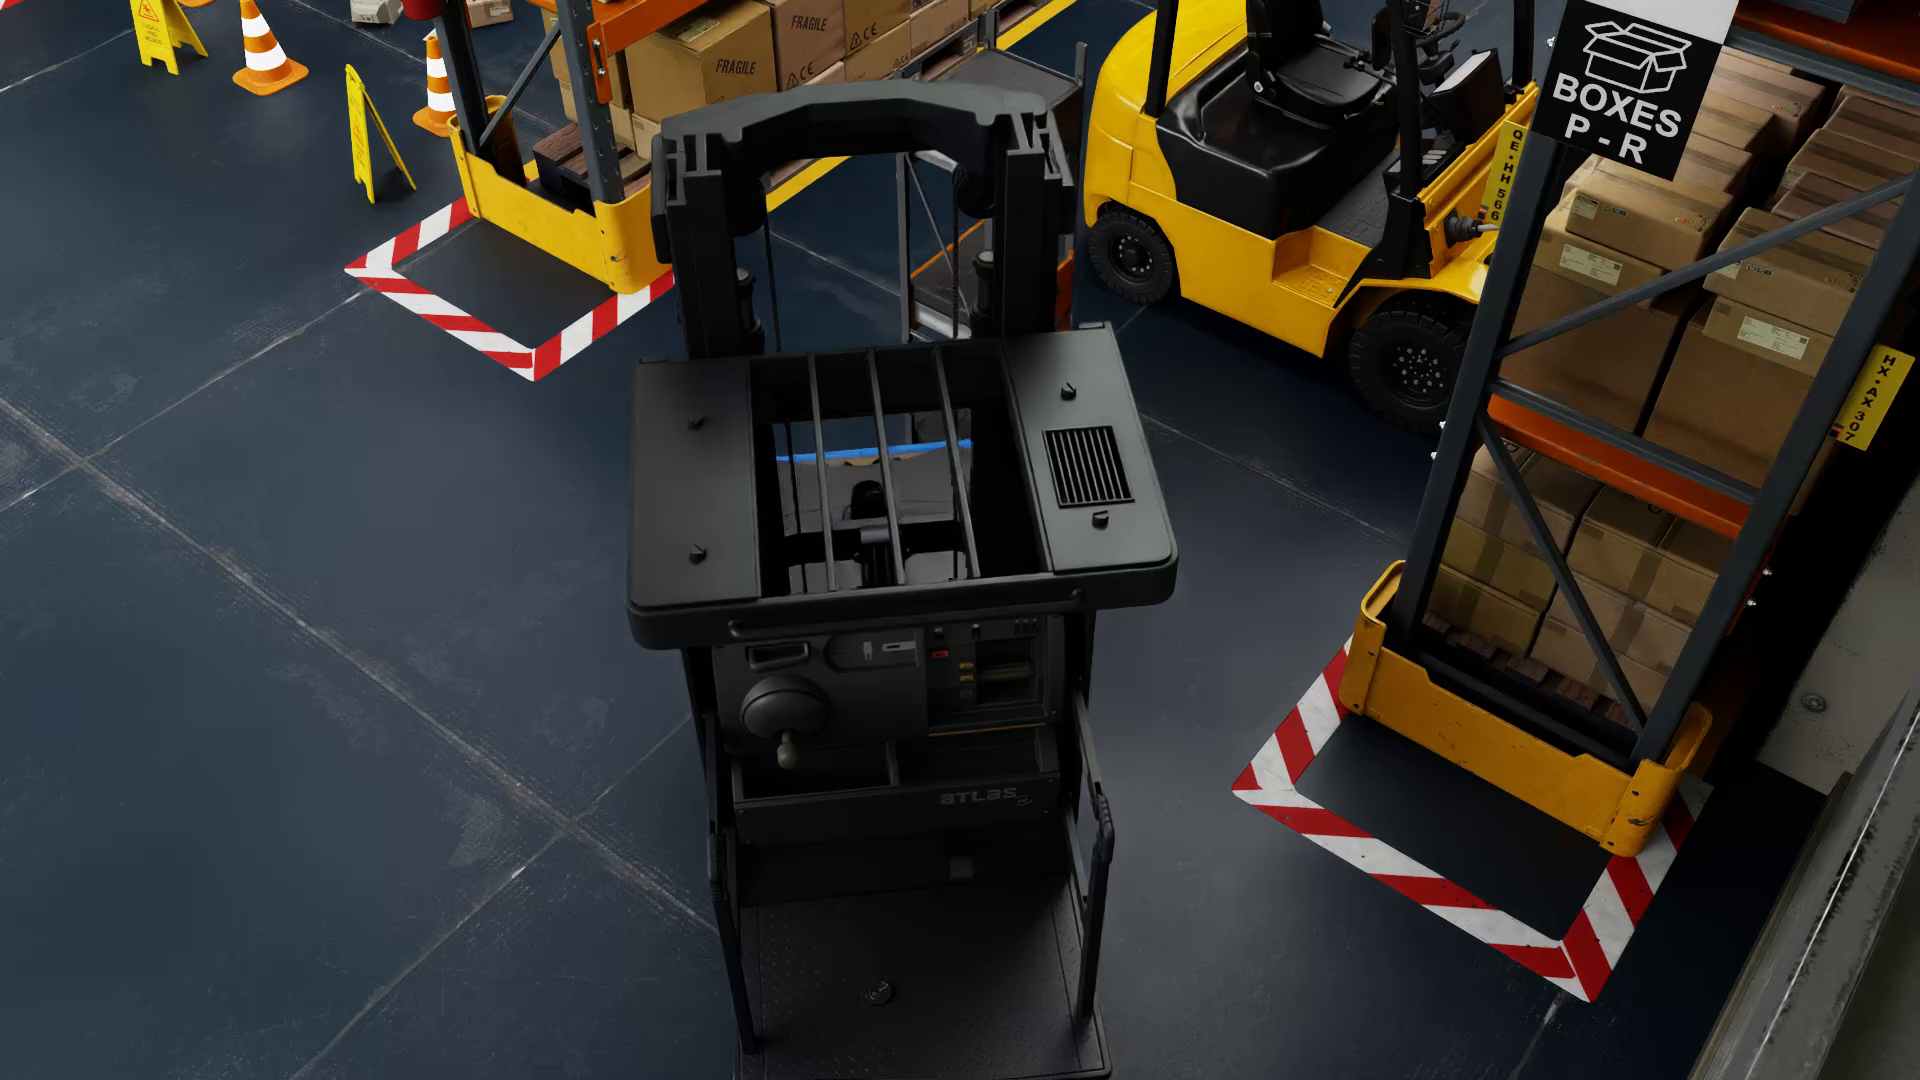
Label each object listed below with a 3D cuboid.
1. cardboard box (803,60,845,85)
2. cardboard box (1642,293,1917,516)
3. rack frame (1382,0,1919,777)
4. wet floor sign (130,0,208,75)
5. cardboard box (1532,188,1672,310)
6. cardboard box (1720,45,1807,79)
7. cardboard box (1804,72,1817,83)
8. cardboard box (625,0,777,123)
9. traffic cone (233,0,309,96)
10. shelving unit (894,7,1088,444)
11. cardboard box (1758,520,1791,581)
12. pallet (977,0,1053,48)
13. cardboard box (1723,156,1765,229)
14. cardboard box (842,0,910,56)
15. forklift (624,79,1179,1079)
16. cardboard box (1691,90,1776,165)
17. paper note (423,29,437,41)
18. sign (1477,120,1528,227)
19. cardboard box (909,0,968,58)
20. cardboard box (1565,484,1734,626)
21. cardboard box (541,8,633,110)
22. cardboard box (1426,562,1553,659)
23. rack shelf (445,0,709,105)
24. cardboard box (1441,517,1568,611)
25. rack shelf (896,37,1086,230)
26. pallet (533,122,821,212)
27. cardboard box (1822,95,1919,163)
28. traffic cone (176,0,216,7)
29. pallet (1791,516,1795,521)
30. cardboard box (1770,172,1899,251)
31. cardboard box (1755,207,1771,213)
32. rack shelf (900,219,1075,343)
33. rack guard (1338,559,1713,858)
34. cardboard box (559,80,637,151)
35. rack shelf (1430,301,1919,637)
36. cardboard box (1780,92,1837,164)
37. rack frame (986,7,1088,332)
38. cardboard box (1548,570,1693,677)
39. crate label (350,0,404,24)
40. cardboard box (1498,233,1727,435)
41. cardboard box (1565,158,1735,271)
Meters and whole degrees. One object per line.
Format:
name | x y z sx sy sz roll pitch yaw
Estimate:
cardboard box | -0.937 -2.313 8.496 0.500 0.250 0.500 31 54 26
cardboard box | 2.486 -0.492 5.077 0.500 0.500 0.500 31 54 26
rack frame | 1.963 -0.297 4.959 1.000 3.000 0.127 29 53 25
wet floor sign | -4.396 -2.915 9.088 0.267 0.644 0.232 21 50 19
cardboard box | 1.954 -0.878 4.997 0.380 0.149 0.250 30 53 25
cardboard box | 2.563 -1.581 5.462 0.380 0.149 0.250 30 53 26
cardboard box | 2.719 -1.623 5.708 0.380 0.149 0.250 30 53 25
cardboard box | -1.241 -2.297 7.962 0.500 0.500 0.500 28 52 24
traffic cone | -3.811 -2.726 9.034 0.336 0.463 0.334 29 53 25
shelving unit | 0.101 -0.820 6.081 0.431 2.100 0.503 29 53 25
cardboard box | 2.748 0.036 6.252 0.500 0.250 0.500 30 53 25
pallet | 0.096 -3.415 9.866 1.003 0.211 1.213 29 53 25
cardboard box | 2.294 -1.159 5.265 0.380 0.149 0.250 30 53 26
cardboard box | -0.611 -2.881 8.521 0.500 0.500 0.500 30 53 26
forklift | -0.155 0.477 4.267 1.130 2.935 3.031 -5 47 -5
cardboard box | 2.280 -1.273 5.168 0.380 0.149 0.250 30 53 26
paper note | -2.964 -2.885 9.485 0.148 0.019 0.142 13 48 12
sign | 1.543 -1.027 4.692 0.100 0.325 0.005 29 53 25
cardboard box | -0.302 -2.918 9.075 0.500 0.250 0.500 30 53 26
cardboard box | 2.407 -0.029 5.623 0.500 0.250 0.500 28 53 24
cardboard box | -1.683 -2.517 8.173 0.500 0.500 0.500 30 53 25
cardboard box | 2.001 0.099 6.192 0.500 0.250 0.500 30 53 25
rack shelf | -0.744 -3.385 8.407 1.077 0.370 4.000 29 53 25
cardboard box | 2.014 -0.082 6.019 0.500 0.250 0.500 29 53 25
rack shelf | 0.101 -1.294 5.585 0.431 0.518 0.480 29 53 25
pallet | -1.396 -2.019 8.533 1.003 0.211 1.213 29 53 25
cardboard box | 2.838 -1.183 5.083 0.380 0.149 0.250 29 53 25
traffic cone | -4.497 -3.420 9.697 0.336 0.463 0.334 29 53 25
pallet | 3.144 -0.485 7.067 1.003 0.211 1.213 29 53 25
cardboard box | 2.550 -0.881 4.793 0.380 0.149 0.250 31 54 26
cardboard box | 2.477 -0.805 4.926 0.380 0.149 0.250 29 53 25
rack shelf | 0.101 -0.811 6.091 0.431 0.518 0.480 29 53 25
rack guard | 1.949 0.580 5.850 1.175 0.500 0.348 29 53 25
cardboard box | -1.671 -2.280 8.465 0.500 0.250 0.500 29 53 25
rack shelf | 3.186 -1.193 6.313 1.077 0.370 4.000 29 53 25
cardboard box | 2.694 -1.315 5.863 0.500 0.500 0.500 28 53 24
rack frame | 0.250 -0.960 6.215 0.400 2.100 0.015 29 53 25
cardboard box | 2.415 0.158 5.790 0.500 0.250 0.500 30 53 26
crate label | -3.379 -3.090 9.607 0.250 0.136 0.298 6 47 5
cardboard box | 2.057 -0.729 5.303 0.500 0.500 0.500 28 52 24
cardboard box | 2.016 -0.957 4.866 0.380 0.149 0.250 29 53 25
